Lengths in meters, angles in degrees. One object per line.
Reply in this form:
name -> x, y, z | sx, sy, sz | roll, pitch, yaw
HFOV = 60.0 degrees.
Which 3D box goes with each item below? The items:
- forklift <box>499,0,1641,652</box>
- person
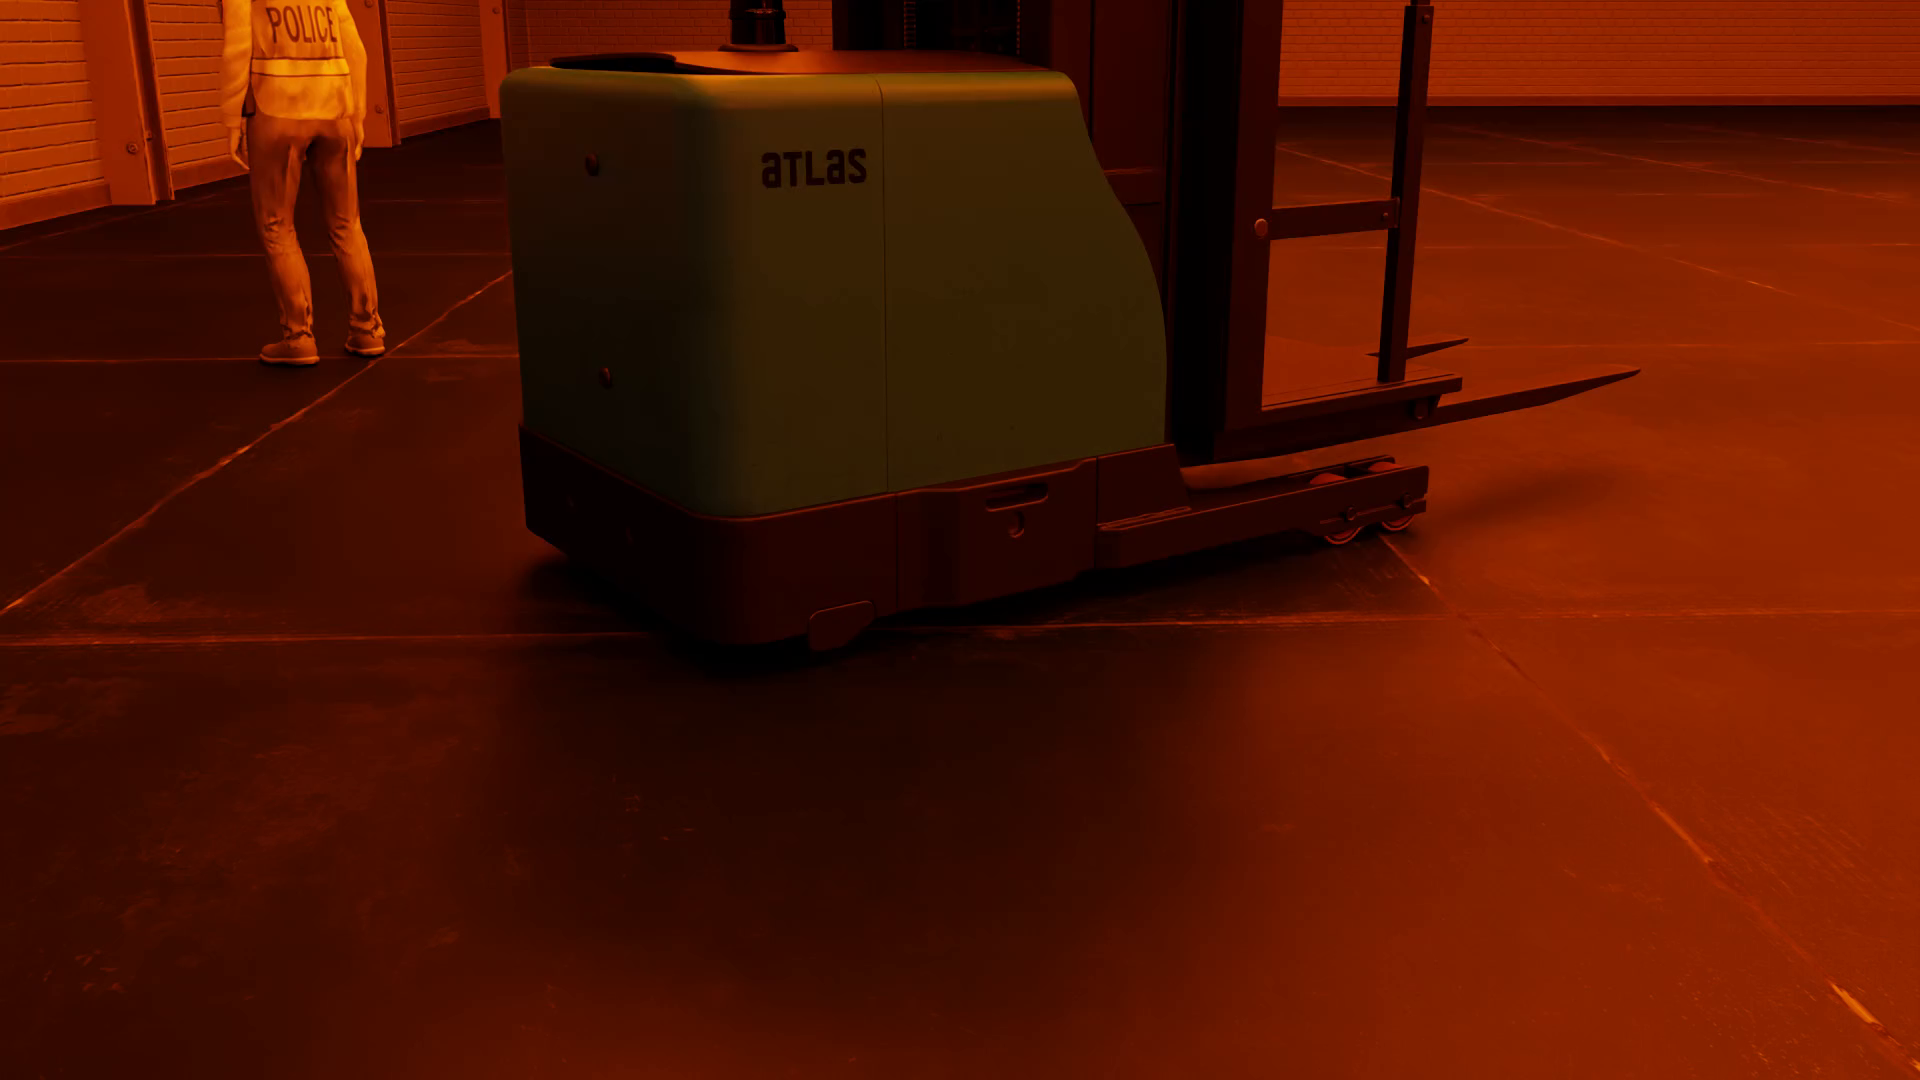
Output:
forklift -> 0.514, -1.506, 3.829 | 3.031, 2.935, 1.130 | -11, 20, -33
person -> -2.327, -1.450, 5.820 | 0.374, 1.661, 0.539 | 15, 22, 40
